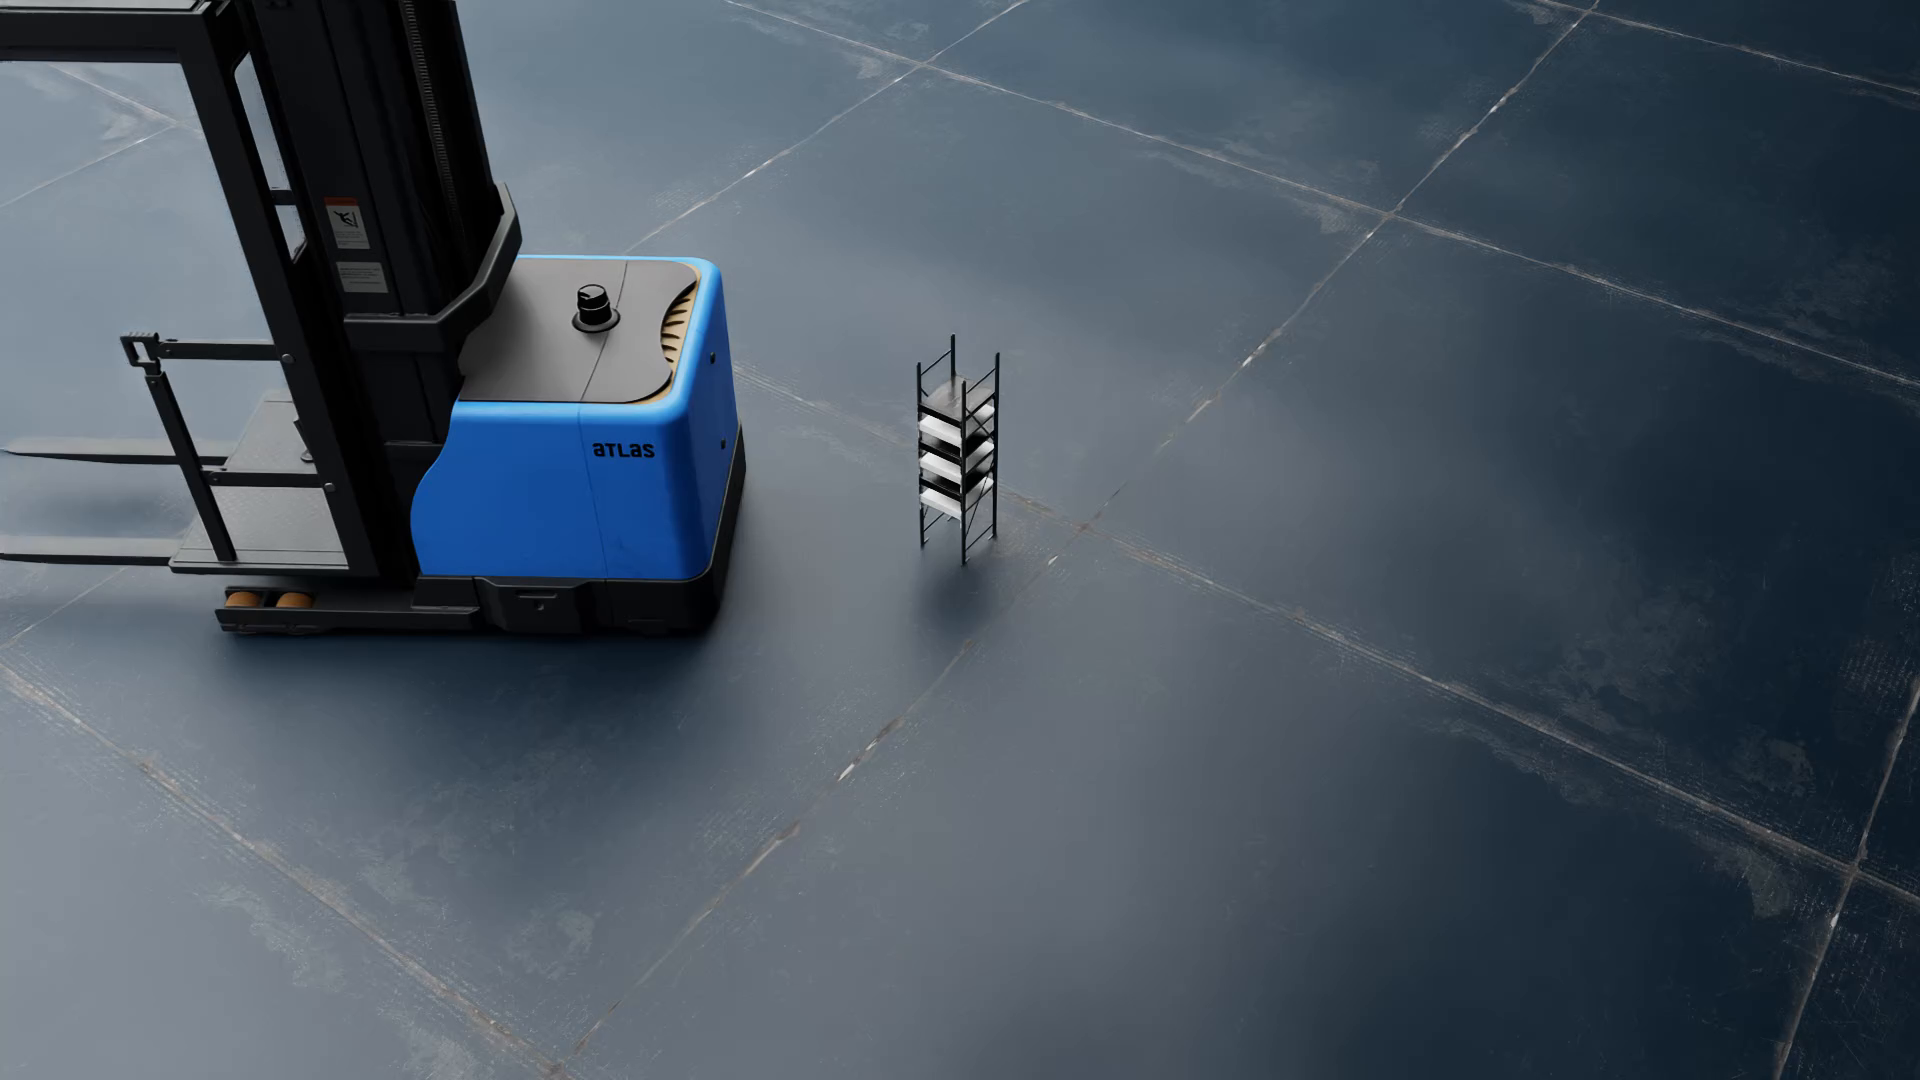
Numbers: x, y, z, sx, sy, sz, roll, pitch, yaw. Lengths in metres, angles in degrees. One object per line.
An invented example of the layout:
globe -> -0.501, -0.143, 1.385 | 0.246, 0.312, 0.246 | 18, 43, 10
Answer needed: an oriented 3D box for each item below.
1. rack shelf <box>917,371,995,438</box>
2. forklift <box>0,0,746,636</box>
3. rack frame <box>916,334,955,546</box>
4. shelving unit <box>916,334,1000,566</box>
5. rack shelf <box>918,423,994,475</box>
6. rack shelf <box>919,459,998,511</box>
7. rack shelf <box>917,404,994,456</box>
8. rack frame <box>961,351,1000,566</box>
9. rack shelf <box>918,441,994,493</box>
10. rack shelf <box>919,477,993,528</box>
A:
rack shelf -> -0.007, -0.515, 6.296 | 0.200, 0.077, 0.258 | 25, 48, 25
forklift -> -2.422, -1.082, 5.761 | 3.031, 2.935, 1.130 | 1, 42, 1
rack frame -> -0.090, -0.377, 6.497 | 0.006, 0.900, 0.240 | 25, 48, 25
shelving unit -> -0.007, -0.338, 6.453 | 0.210, 0.900, 0.258 | 25, 48, 25
rack shelf -> -0.007, -0.381, 6.416 | 0.200, 0.077, 0.258 | 25, 48, 25
rack shelf -> -0.007, -0.247, 6.536 | 0.200, 0.077, 0.258 | 25, 48, 25
rack shelf -> -0.007, -0.448, 6.356 | 0.200, 0.077, 0.258 | 25, 48, 25
rack frame -> 0.077, -0.300, 6.410 | 0.006, 0.900, 0.240 | 25, 48, 25
rack shelf -> -0.007, -0.314, 6.476 | 0.200, 0.077, 0.258 | 25, 48, 25
rack shelf -> -0.007, -0.179, 6.596 | 0.200, 0.077, 0.258 | 25, 48, 25
